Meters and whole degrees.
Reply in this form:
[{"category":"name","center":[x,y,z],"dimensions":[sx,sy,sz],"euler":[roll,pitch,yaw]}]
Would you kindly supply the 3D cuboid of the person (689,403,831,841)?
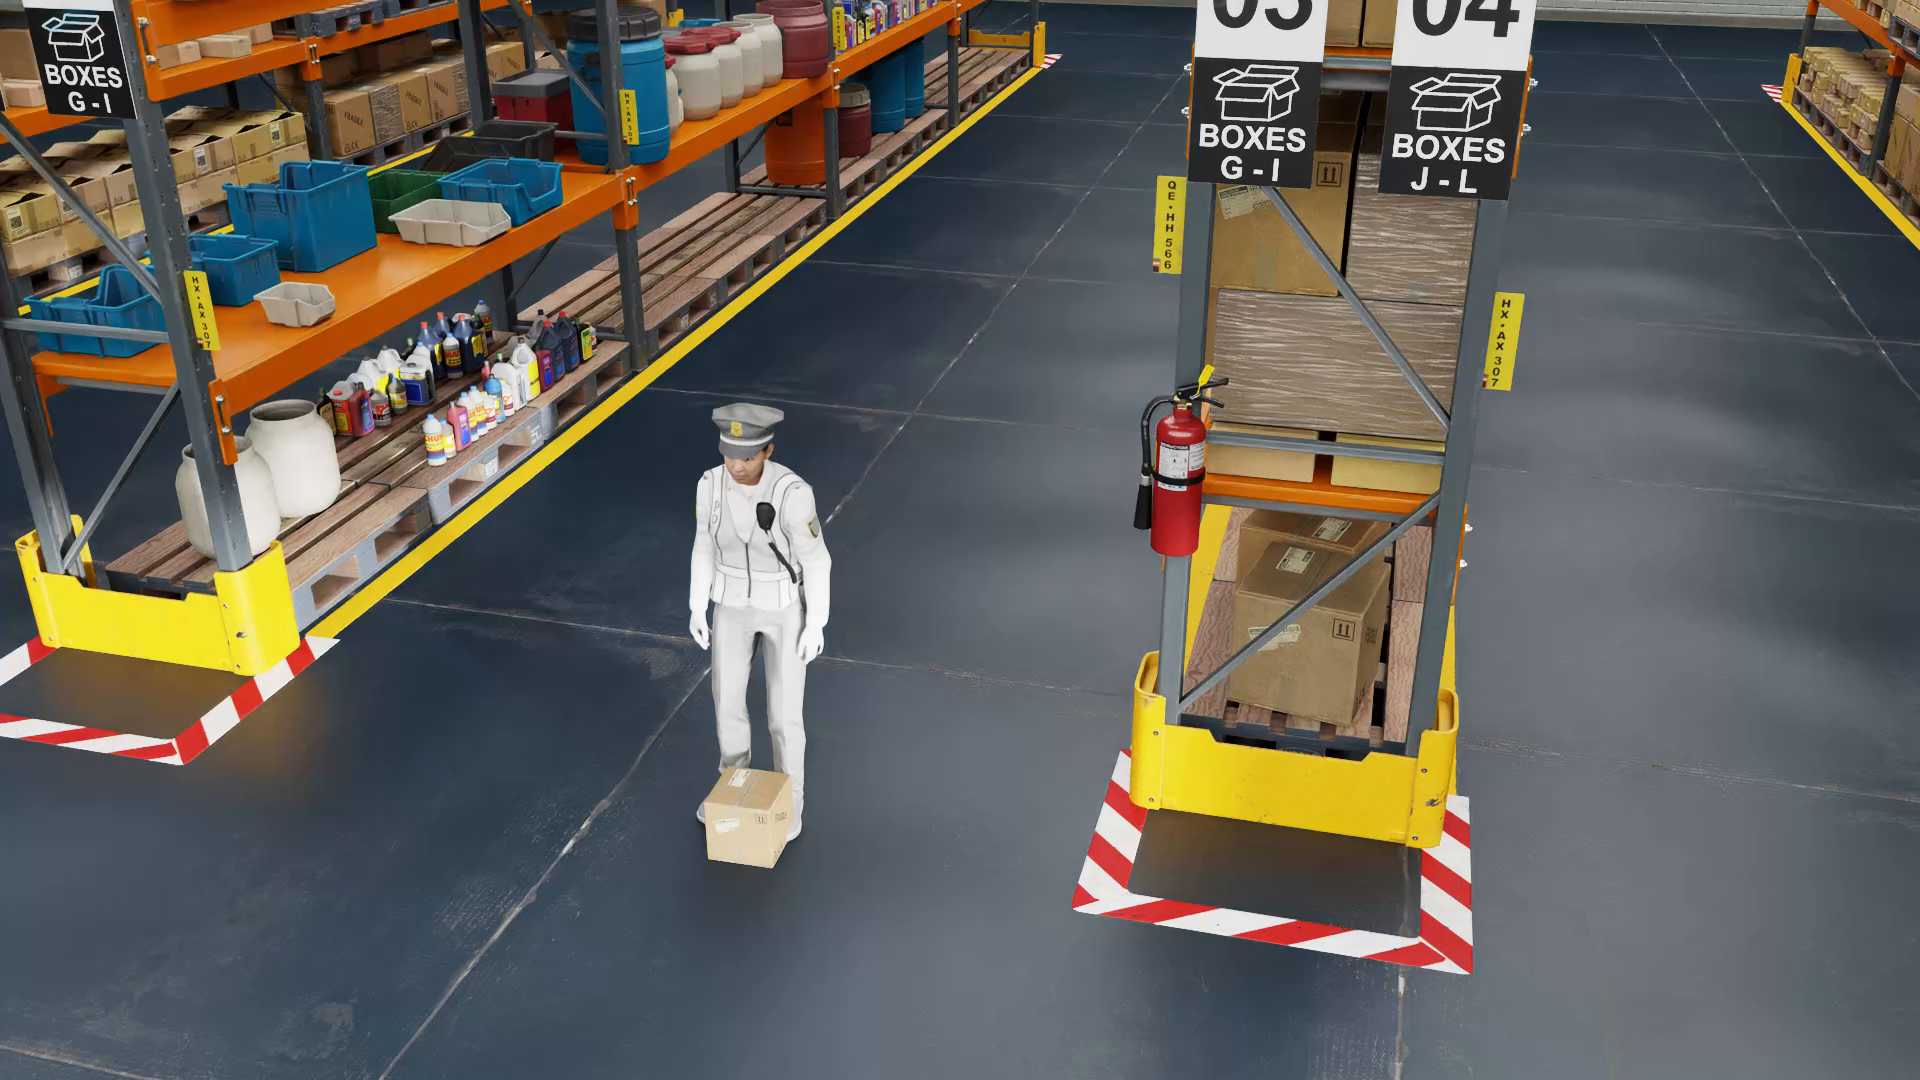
[{"category":"person","center":[-0.728,0.285,6.006],"dimensions":[0.528,1.663,0.403],"euler":[6,26,13]}]
